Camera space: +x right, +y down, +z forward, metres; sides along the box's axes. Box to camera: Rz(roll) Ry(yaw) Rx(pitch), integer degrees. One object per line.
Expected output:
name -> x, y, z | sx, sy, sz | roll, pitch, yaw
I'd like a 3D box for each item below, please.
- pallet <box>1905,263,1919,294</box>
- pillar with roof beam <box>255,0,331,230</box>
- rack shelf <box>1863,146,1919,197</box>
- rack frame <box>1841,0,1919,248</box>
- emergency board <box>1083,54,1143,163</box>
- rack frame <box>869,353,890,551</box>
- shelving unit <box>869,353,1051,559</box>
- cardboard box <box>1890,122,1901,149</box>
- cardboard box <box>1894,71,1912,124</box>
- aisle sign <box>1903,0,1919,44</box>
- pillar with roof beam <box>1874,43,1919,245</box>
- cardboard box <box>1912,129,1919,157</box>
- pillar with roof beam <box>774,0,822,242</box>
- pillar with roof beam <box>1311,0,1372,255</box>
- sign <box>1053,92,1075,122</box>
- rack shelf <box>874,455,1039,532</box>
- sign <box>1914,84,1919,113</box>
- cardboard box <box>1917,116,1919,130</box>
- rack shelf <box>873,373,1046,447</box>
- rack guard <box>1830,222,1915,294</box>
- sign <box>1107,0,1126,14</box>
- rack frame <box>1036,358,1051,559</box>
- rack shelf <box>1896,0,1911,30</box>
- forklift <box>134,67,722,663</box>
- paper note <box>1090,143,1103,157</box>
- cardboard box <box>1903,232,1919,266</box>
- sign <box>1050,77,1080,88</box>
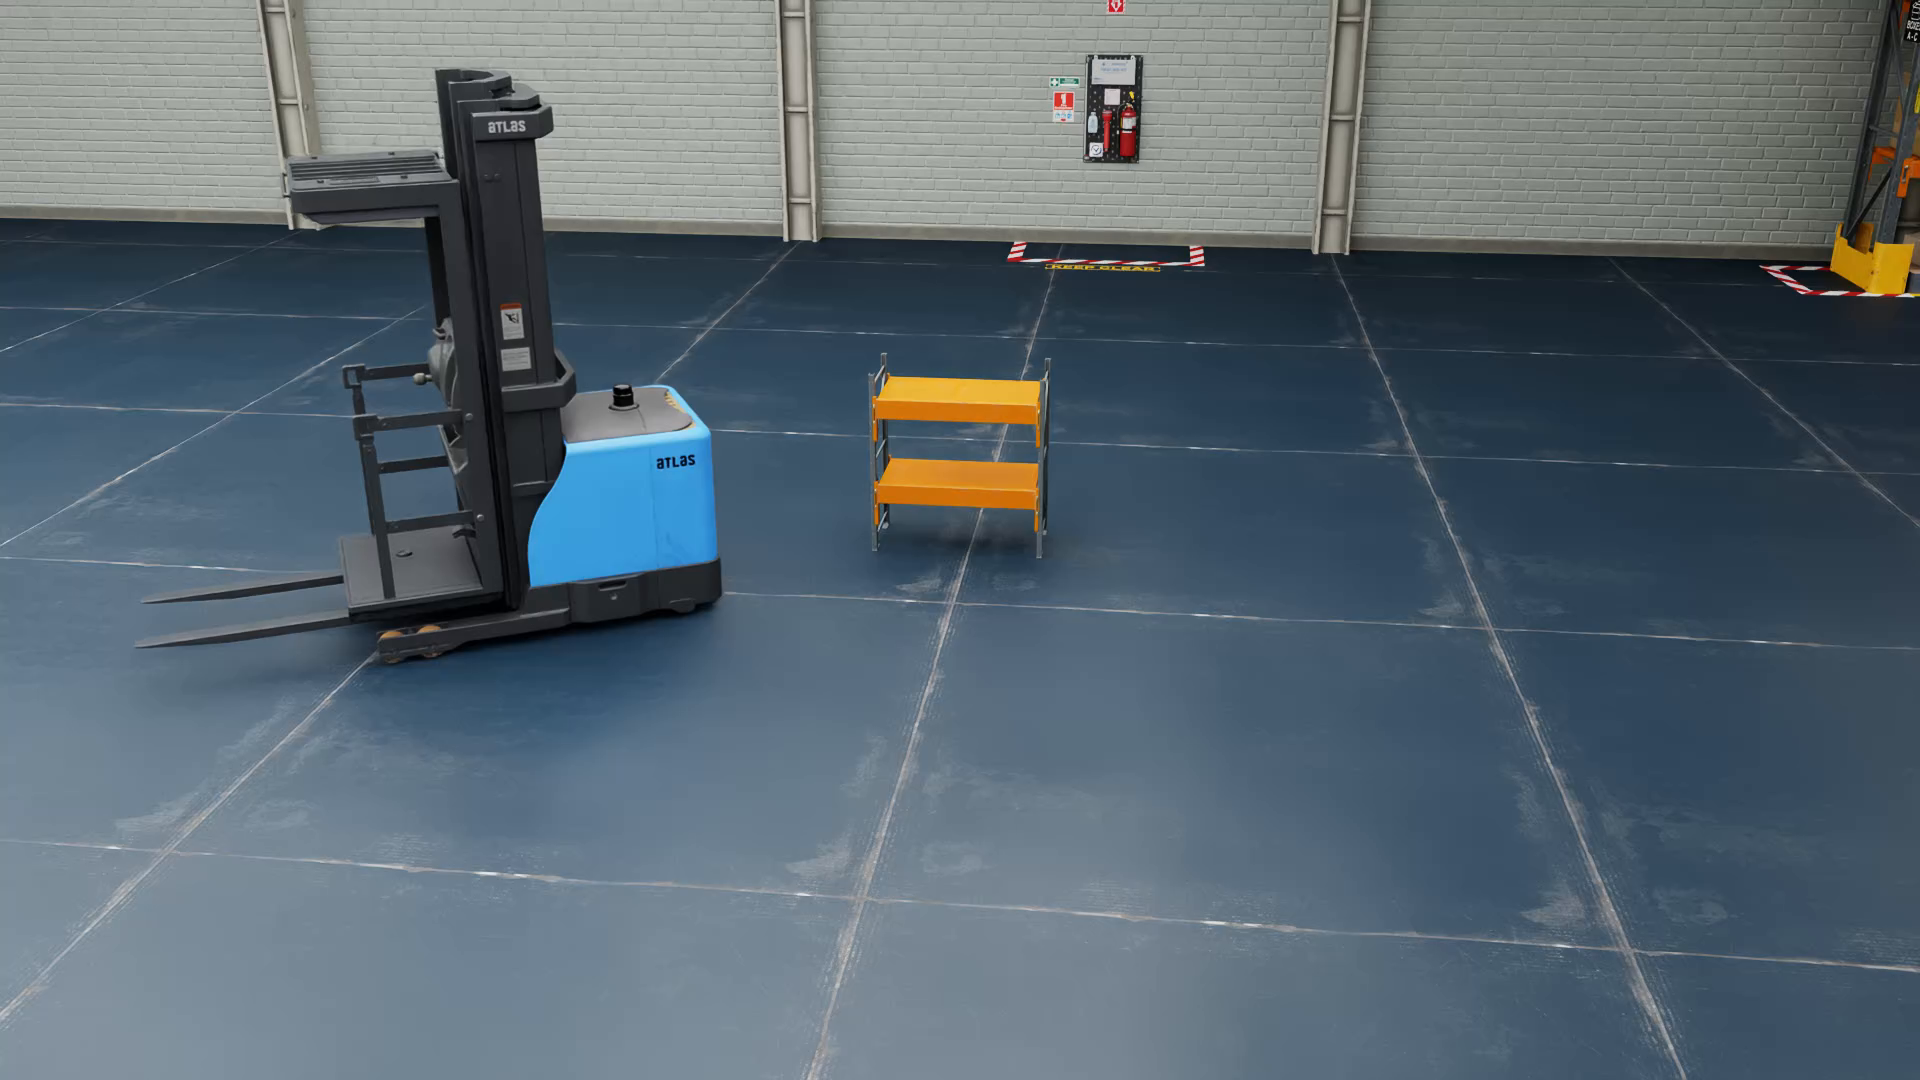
pallet -> 10.180, -2.729, 17.055 | 1.213, 0.211, 1.003 | 2, 22, 6
pillar with roof beam -> -8.283, -6.359, 14.286 | 0.400, 9.000, 9.100 | 2, 22, 6
rack shelf -> 11.288, -3.656, 16.585 | 4.000, 0.370, 1.077 | 2, 22, 6
rack frame -> 9.302, -4.077, 16.672 | 0.127, 3.000, 1.000 | 2, 22, 6
emergency board -> 1.691, -4.743, 18.357 | 0.643, 1.169, 0.194 | 2, 22, 6
rack frame -> -0.498, -0.545, 10.288 | 0.032, 1.125, 0.500 | 2, 22, 6
shelving unit -> 0.007, -0.523, 10.232 | 1.048, 1.125, 0.538 | 2, 22, 6
cardboard box -> 9.789, -4.067, 16.824 | 0.500, 0.250, 0.500 | 3, 22, 7
cardboard box -> 9.795, -4.422, 16.703 | 0.500, 0.500, 0.500 | 2, 22, 6
aisle sign -> 9.195, -5.179, 15.925 | 0.004, 0.787, 0.394 | 2, 22, 6
pillar with roof beam -> 9.592, -5.581, 12.316 | 0.400, 9.000, 9.100 | 2, 22, 6
cardboard box -> 9.749, -3.879, 16.349 | 0.500, 0.250, 0.500 | 2, 22, 5
pillar with roof beam -> -2.324, -6.100, 13.629 | 0.400, 9.000, 9.100 | 2, 22, 6
pillar with roof beam -> 3.634, -5.840, 12.972 | 0.400, 9.000, 9.100 | 2, 22, 6
sign -> 1.154, -4.821, 18.506 | 0.234, 0.329, 0.001 | 2, 22, 6
rack shelf -> 0.007, -0.295, 10.322 | 1.000, 0.278, 0.538 | 2, 22, 6
sign -> 9.238, -4.281, 16.012 | 0.005, 0.325, 0.100 | 2, 22, 6
cardboard box -> 9.741, -4.235, 16.228 | 0.500, 0.500, 0.500 | 3, 22, 6
rack shelf -> 0.007, -0.795, 10.125 | 1.000, 0.278, 0.538 | 2, 22, 6
rack guard -> 9.377, -2.911, 17.123 | 0.348, 0.500, 1.175 | 2, 22, 6
sign -> 1.695, -5.858, 18.023 | 0.199, 0.298, 0.001 | 2, 22, 6
rack frame -> 0.512, -0.501, 10.177 | 0.032, 1.125, 0.500 | 2, 22, 6
rack shelf -> 11.288, -5.051, 16.034 | 4.000, 0.370, 1.077 | 2, 22, 6
forklift -> -2.921, -0.932, 8.811 | 3.031, 2.935, 1.130 | -8, 23, -20
paper note -> 1.523, -4.366, 18.602 | 0.142, 0.148, 0.016 | 2, 22, 6
cardboard box -> 9.978, -2.968, 16.927 | 0.500, 0.311, 0.500 | 0, 22, 0
sign -> 1.157, -5.064, 18.400 | 0.331, 0.109, 0.001 | 2, 22, 6
